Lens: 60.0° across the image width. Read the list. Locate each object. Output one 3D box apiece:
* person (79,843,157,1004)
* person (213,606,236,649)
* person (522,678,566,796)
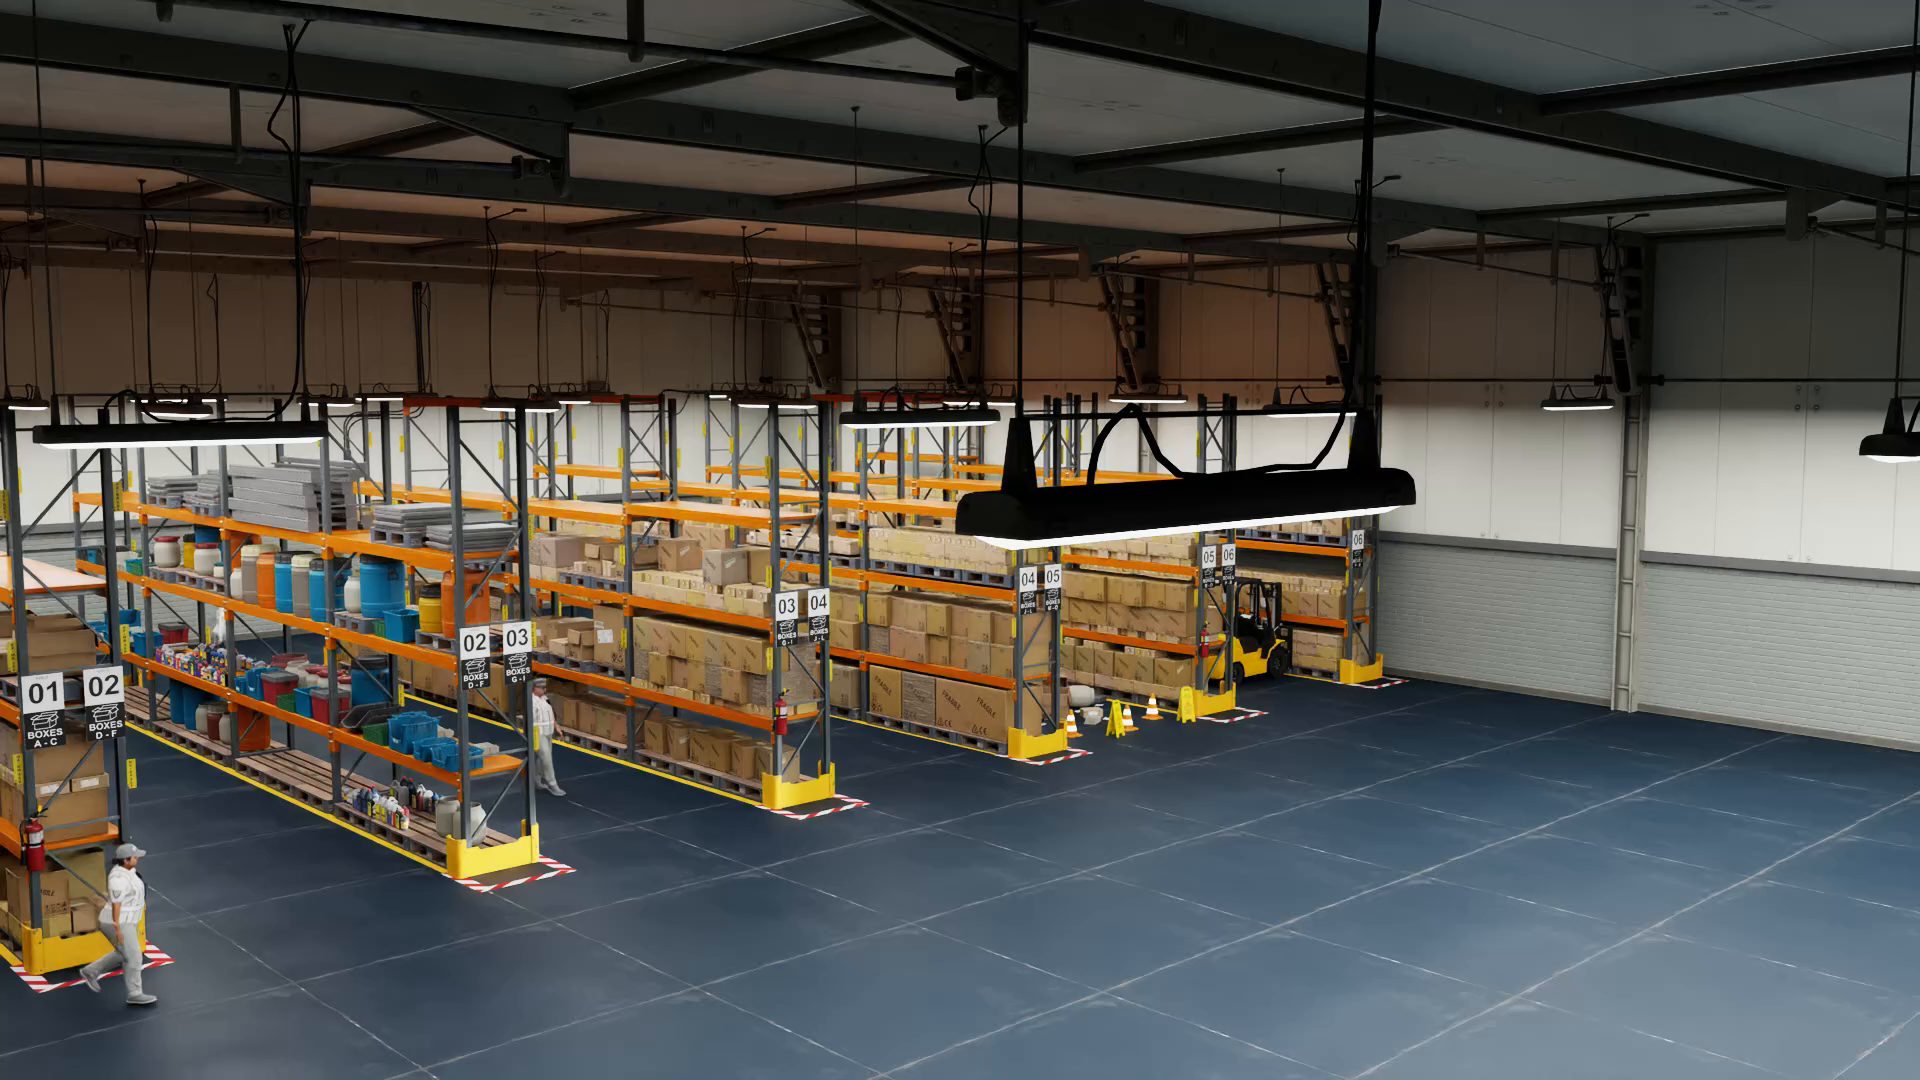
[{"bbox_3d":[-8.575,3.881,16.870,0.805,1.620,0.480,-1,6,-7],"label":"person"},{"bbox_3d":[-15.893,2.029,35.893,0.453,1.618,0.939,3,6,30],"label":"person"},{"bbox_3d":[-6.347,3.013,25.591,0.790,1.758,0.561,2,6,19],"label":"person"}]
